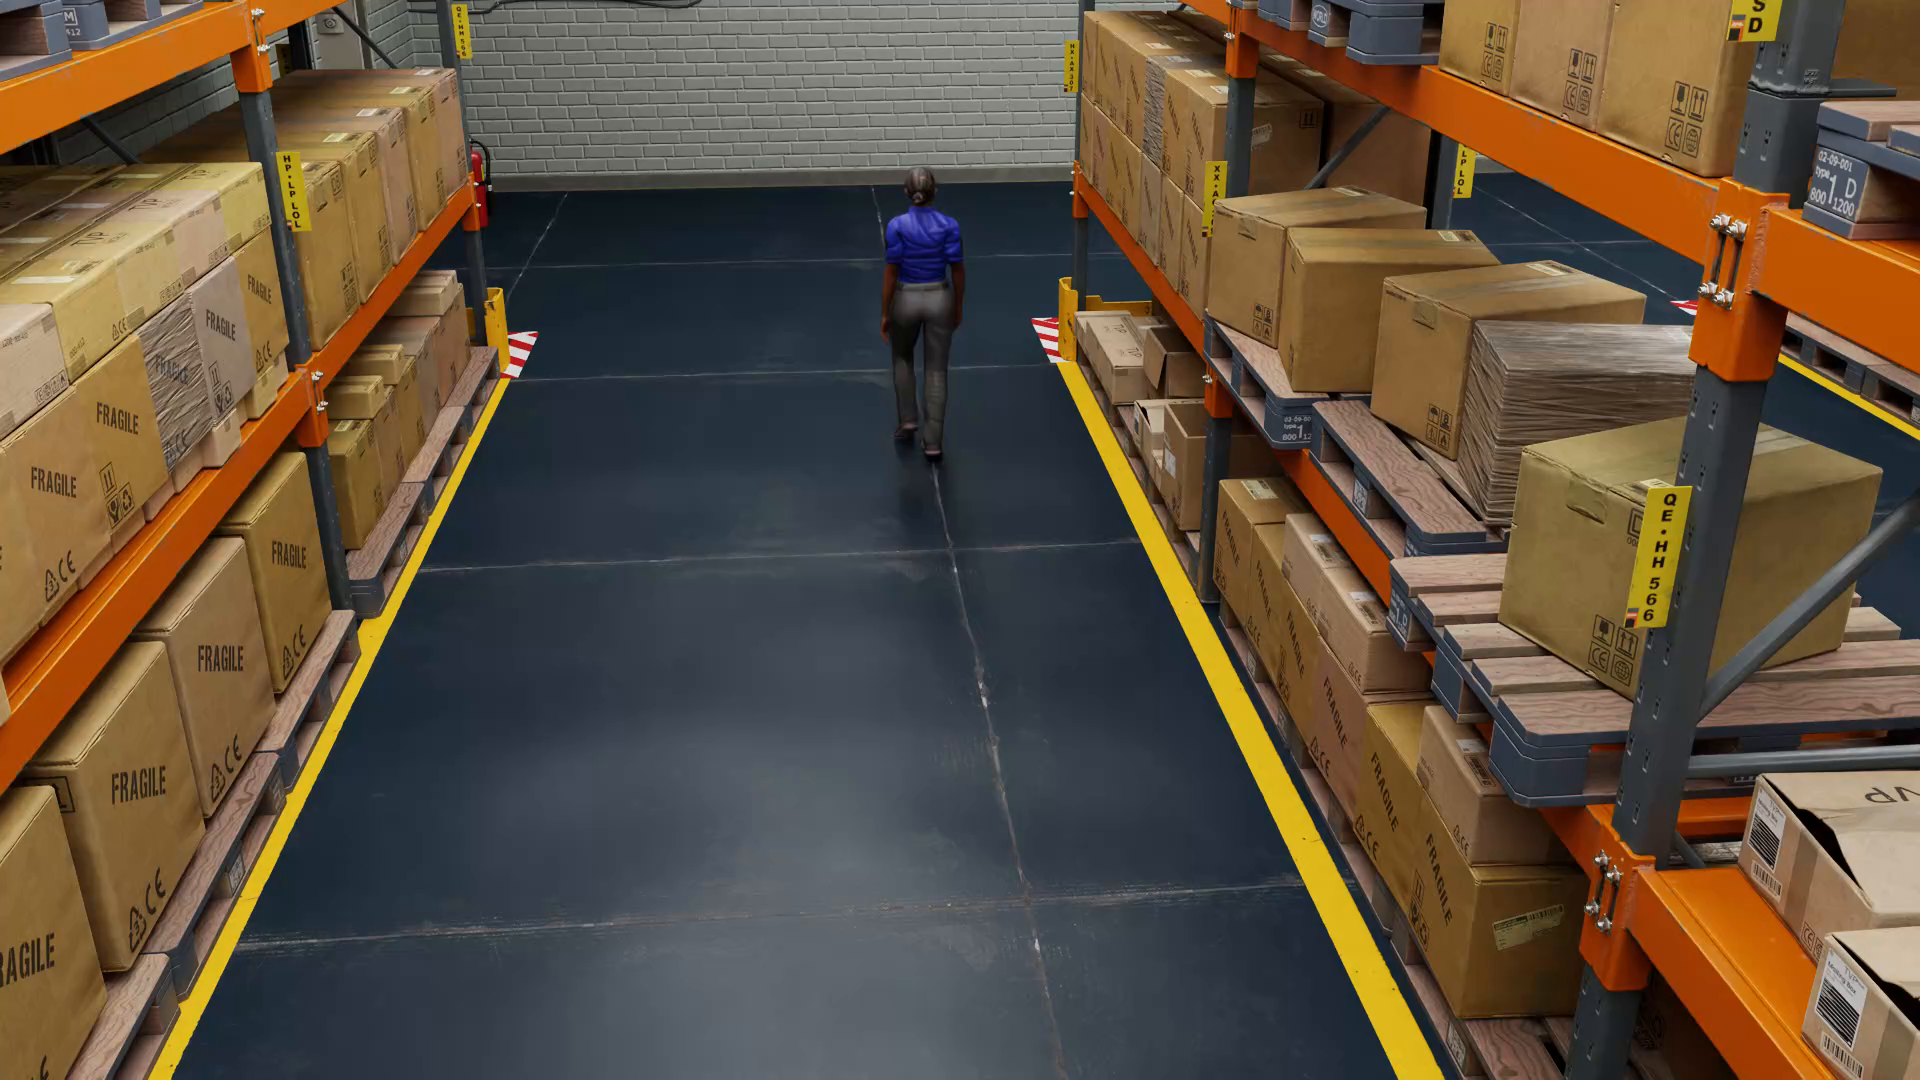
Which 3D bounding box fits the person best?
[{"bbox_3d":[-0.213,-1.350,9.518,0.485,1.545,0.530,0,24,-1],"label":"person"}]
